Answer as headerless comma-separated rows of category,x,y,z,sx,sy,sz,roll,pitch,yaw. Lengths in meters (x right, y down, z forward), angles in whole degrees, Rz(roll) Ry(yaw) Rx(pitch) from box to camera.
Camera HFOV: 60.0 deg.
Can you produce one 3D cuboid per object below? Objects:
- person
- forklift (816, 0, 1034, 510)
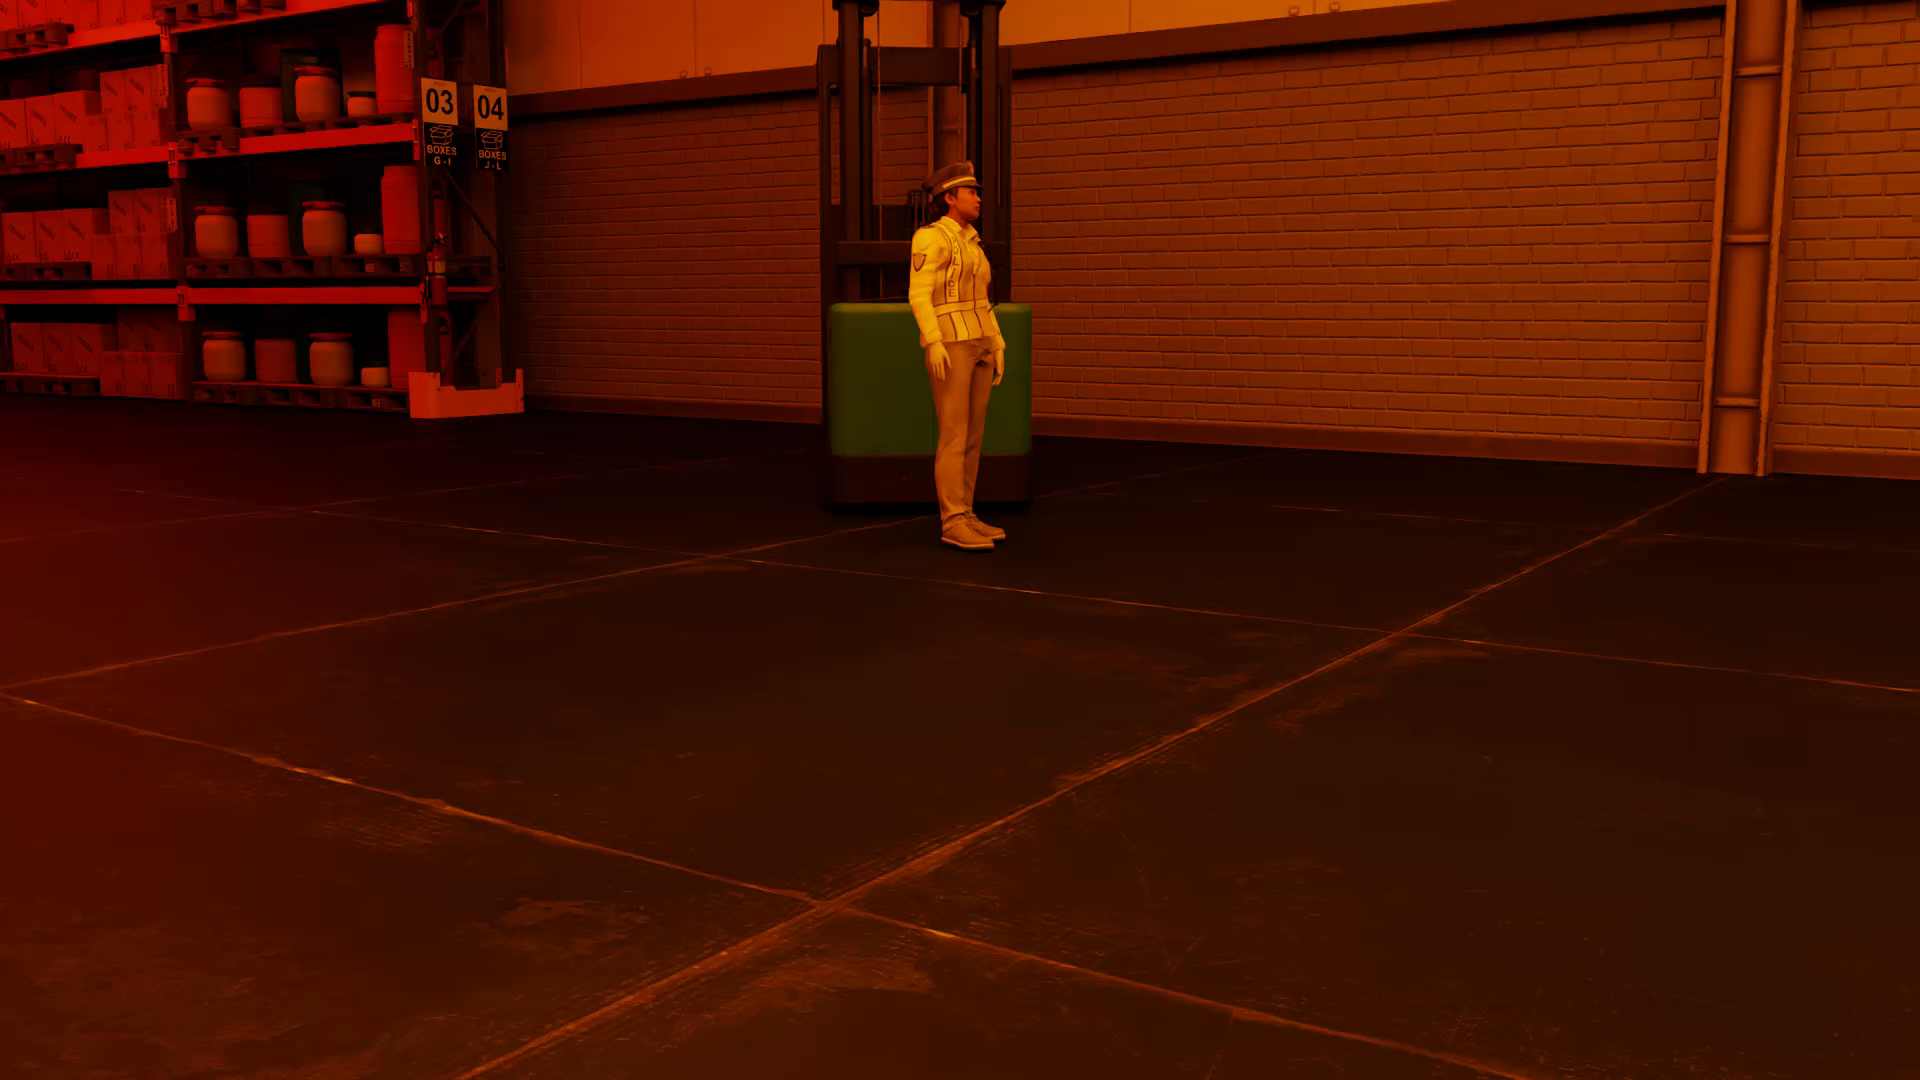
person,0.054,-0.840,7.440,0.529,1.694,0.587,5,10,34
forklift,-0.278,-1.781,9.716,1.130,2.935,3.031,-1,8,-5
